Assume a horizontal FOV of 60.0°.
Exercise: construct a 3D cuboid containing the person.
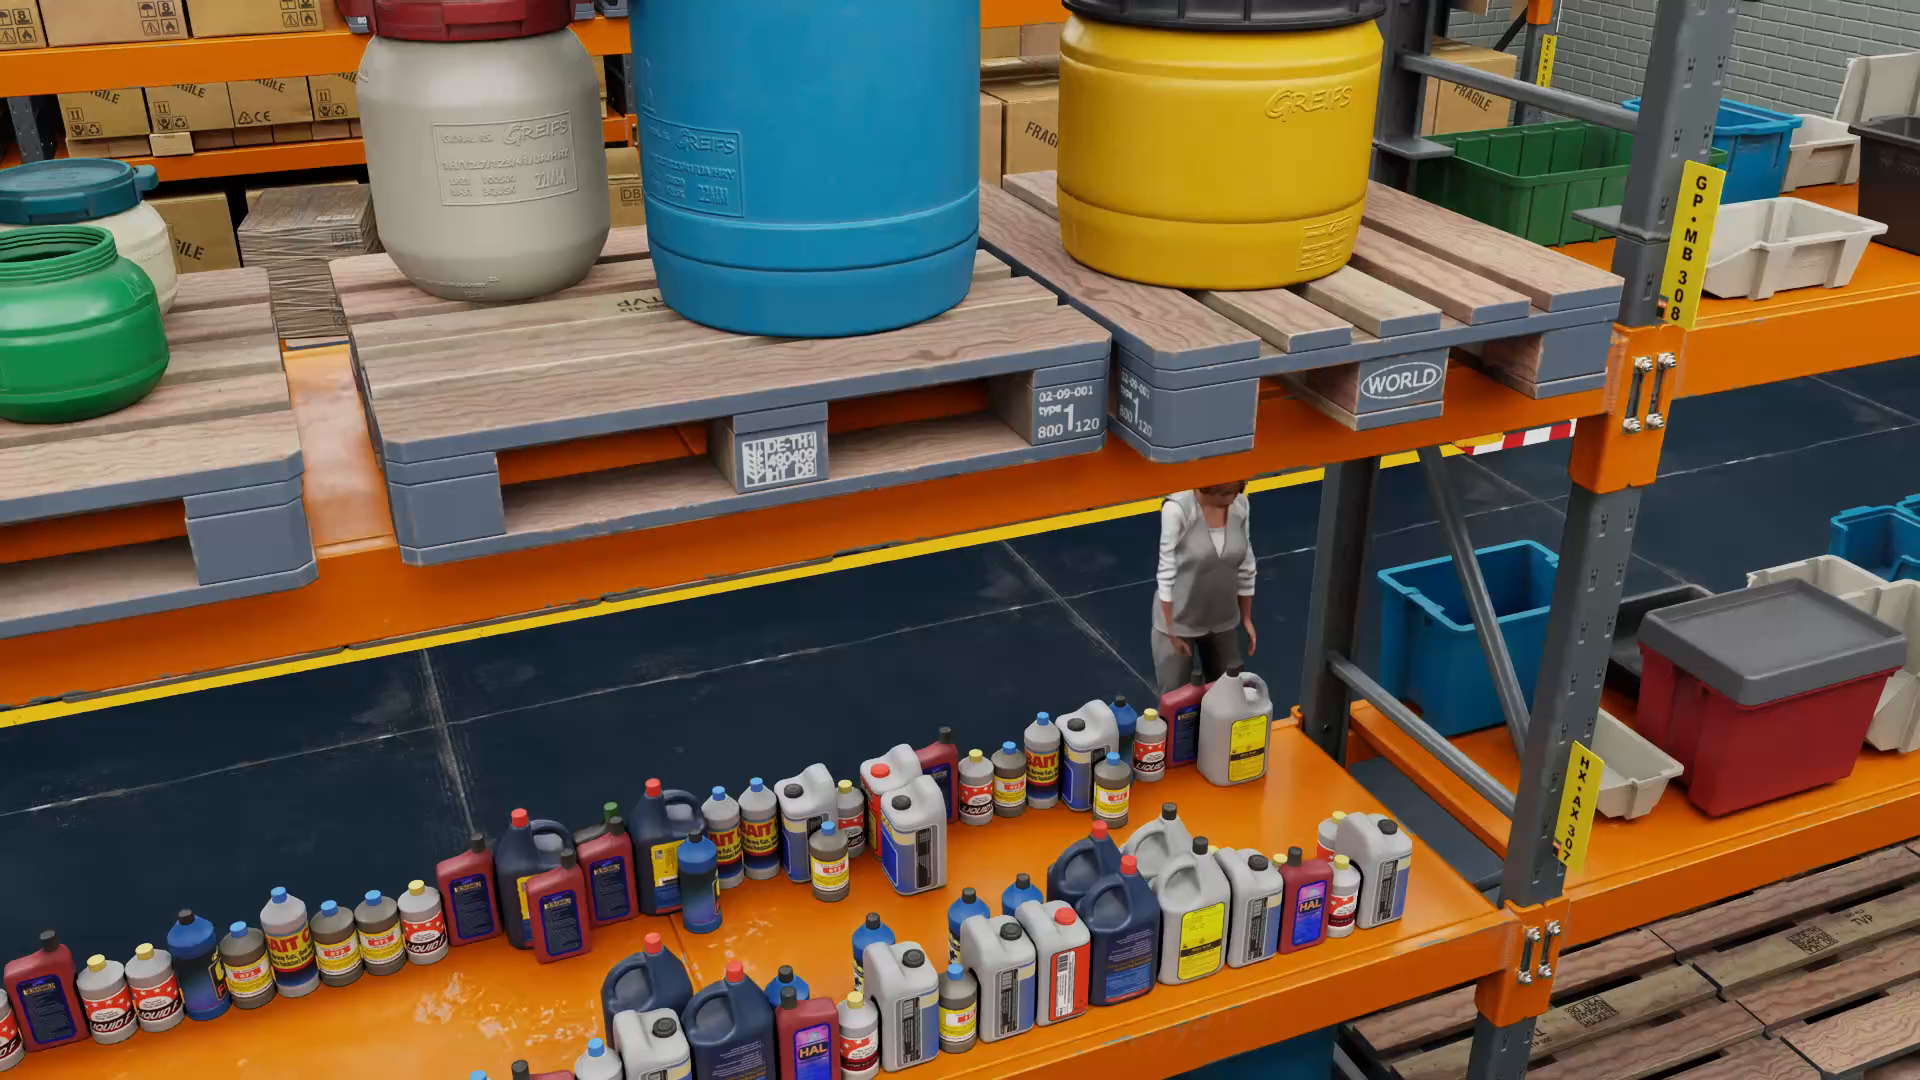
[{"bbox_3d":[0.943,0.335,6.478,0.417,1.579,0.340,-10,28,-19],"label":"person"}]
